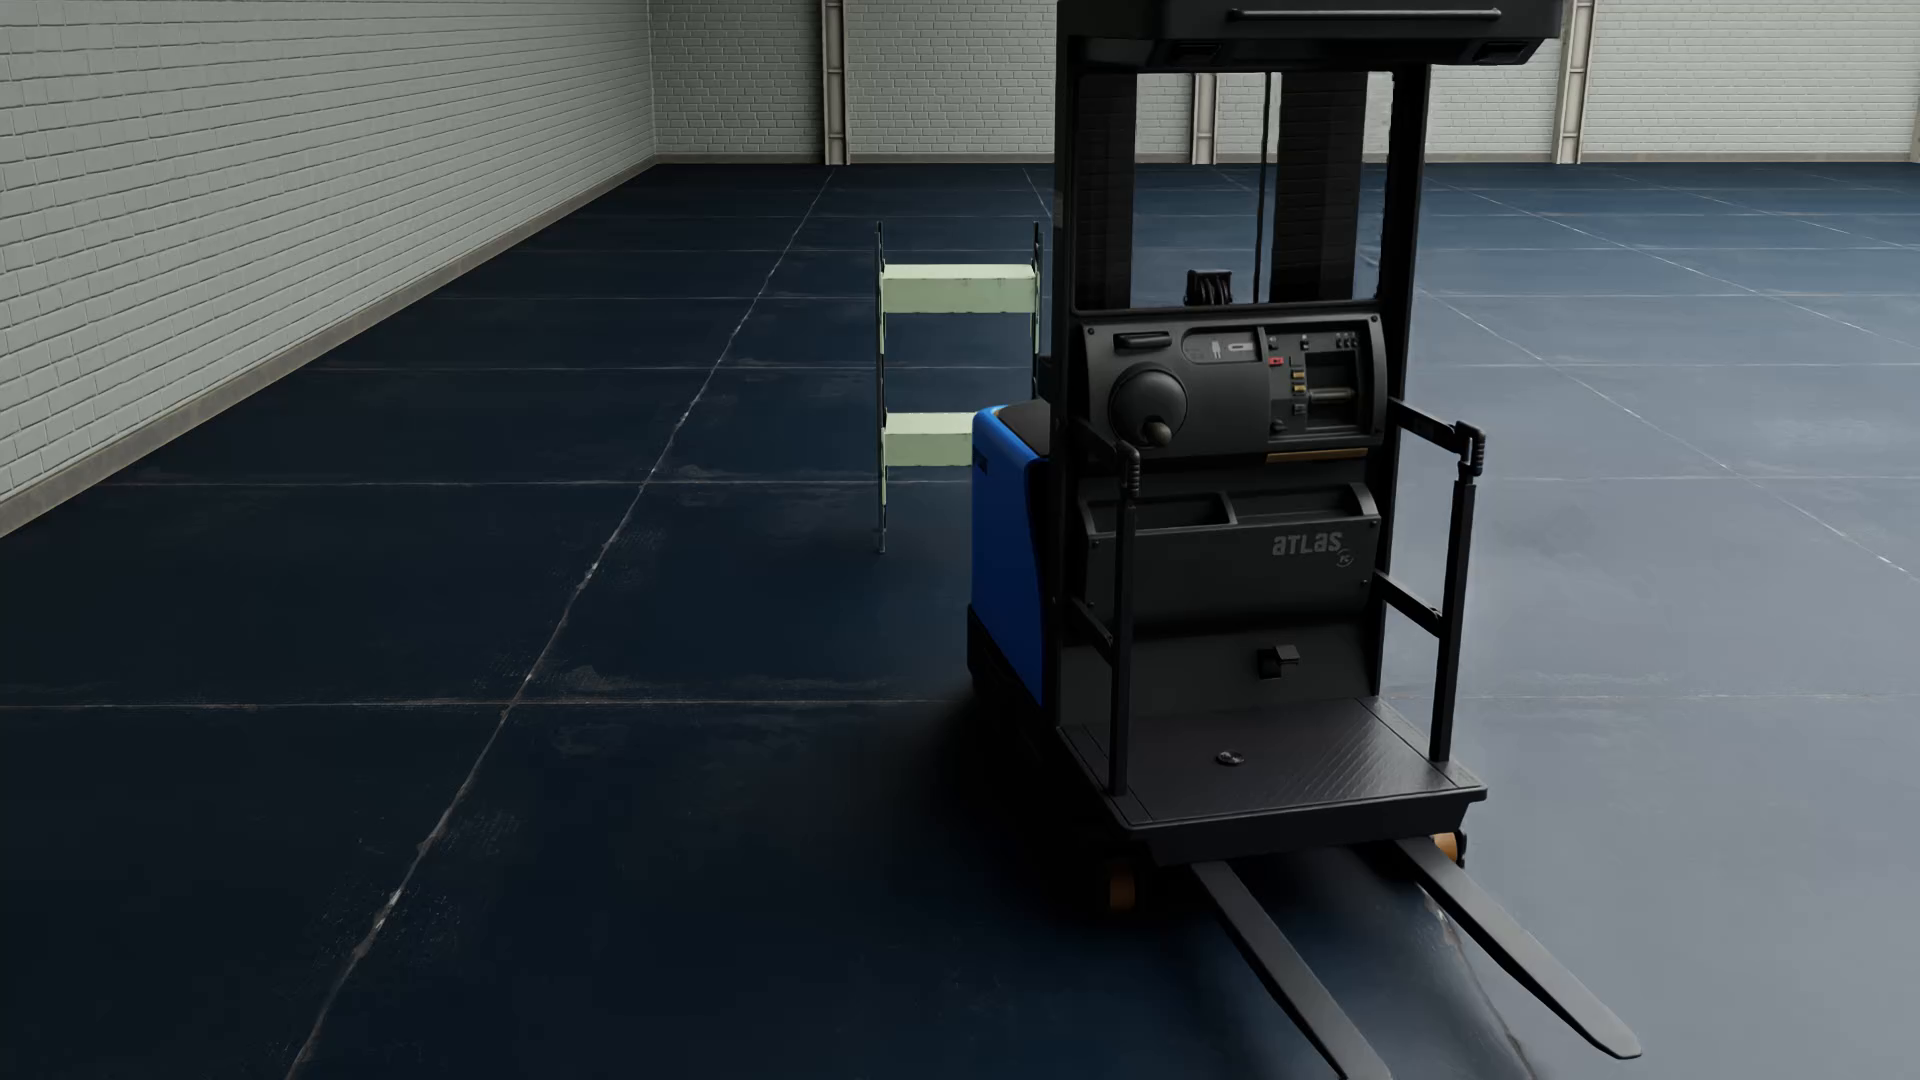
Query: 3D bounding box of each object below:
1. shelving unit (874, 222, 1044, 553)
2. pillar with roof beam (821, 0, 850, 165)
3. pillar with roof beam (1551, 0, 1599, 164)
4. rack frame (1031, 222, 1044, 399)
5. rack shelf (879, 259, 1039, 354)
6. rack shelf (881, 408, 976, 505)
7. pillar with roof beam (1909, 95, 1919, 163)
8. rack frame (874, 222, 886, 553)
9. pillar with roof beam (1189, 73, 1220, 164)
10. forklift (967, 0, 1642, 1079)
[{"bbox_3d":[-0.007,-0.714,7.818,0.755,1.500,0.431,0,18,-1],"label":"shelving unit"},{"bbox_3d":[-1.938,-9.141,21.810,0.400,9.000,9.100,0,18,-1],"label":"pillar with roof beam"},{"bbox_3d":[10.061,-9.199,21.991,0.400,9.000,9.100,0,18,-1],"label":"pillar with roof beam"},{"bbox_3d":[0.359,-0.716,7.824,0.023,1.500,0.400,0,18,-1],"label":"rack frame"},{"bbox_3d":[-0.007,-1.086,7.699,0.720,0.370,0.431,0,18,-1],"label":"rack shelf"},{"bbox_3d":[-0.007,-0.404,7.918,0.720,0.370,0.431,0,18,-1],"label":"rack shelf"},{"bbox_3d":[16.060,-9.228,22.081,0.400,9.000,9.100,0,18,-1],"label":"pillar with roof beam"},{"bbox_3d":[-0.373,-0.712,7.813,0.023,1.500,0.400,0,18,-1],"label":"rack frame"},{"bbox_3d":[4.062,-9.170,21.901,0.400,9.000,9.100,0,18,-1],"label":"pillar with roof beam"},{"bbox_3d":[0.861,-0.458,4.676,1.130,2.935,3.031,-4,18,-12],"label":"forklift"}]
